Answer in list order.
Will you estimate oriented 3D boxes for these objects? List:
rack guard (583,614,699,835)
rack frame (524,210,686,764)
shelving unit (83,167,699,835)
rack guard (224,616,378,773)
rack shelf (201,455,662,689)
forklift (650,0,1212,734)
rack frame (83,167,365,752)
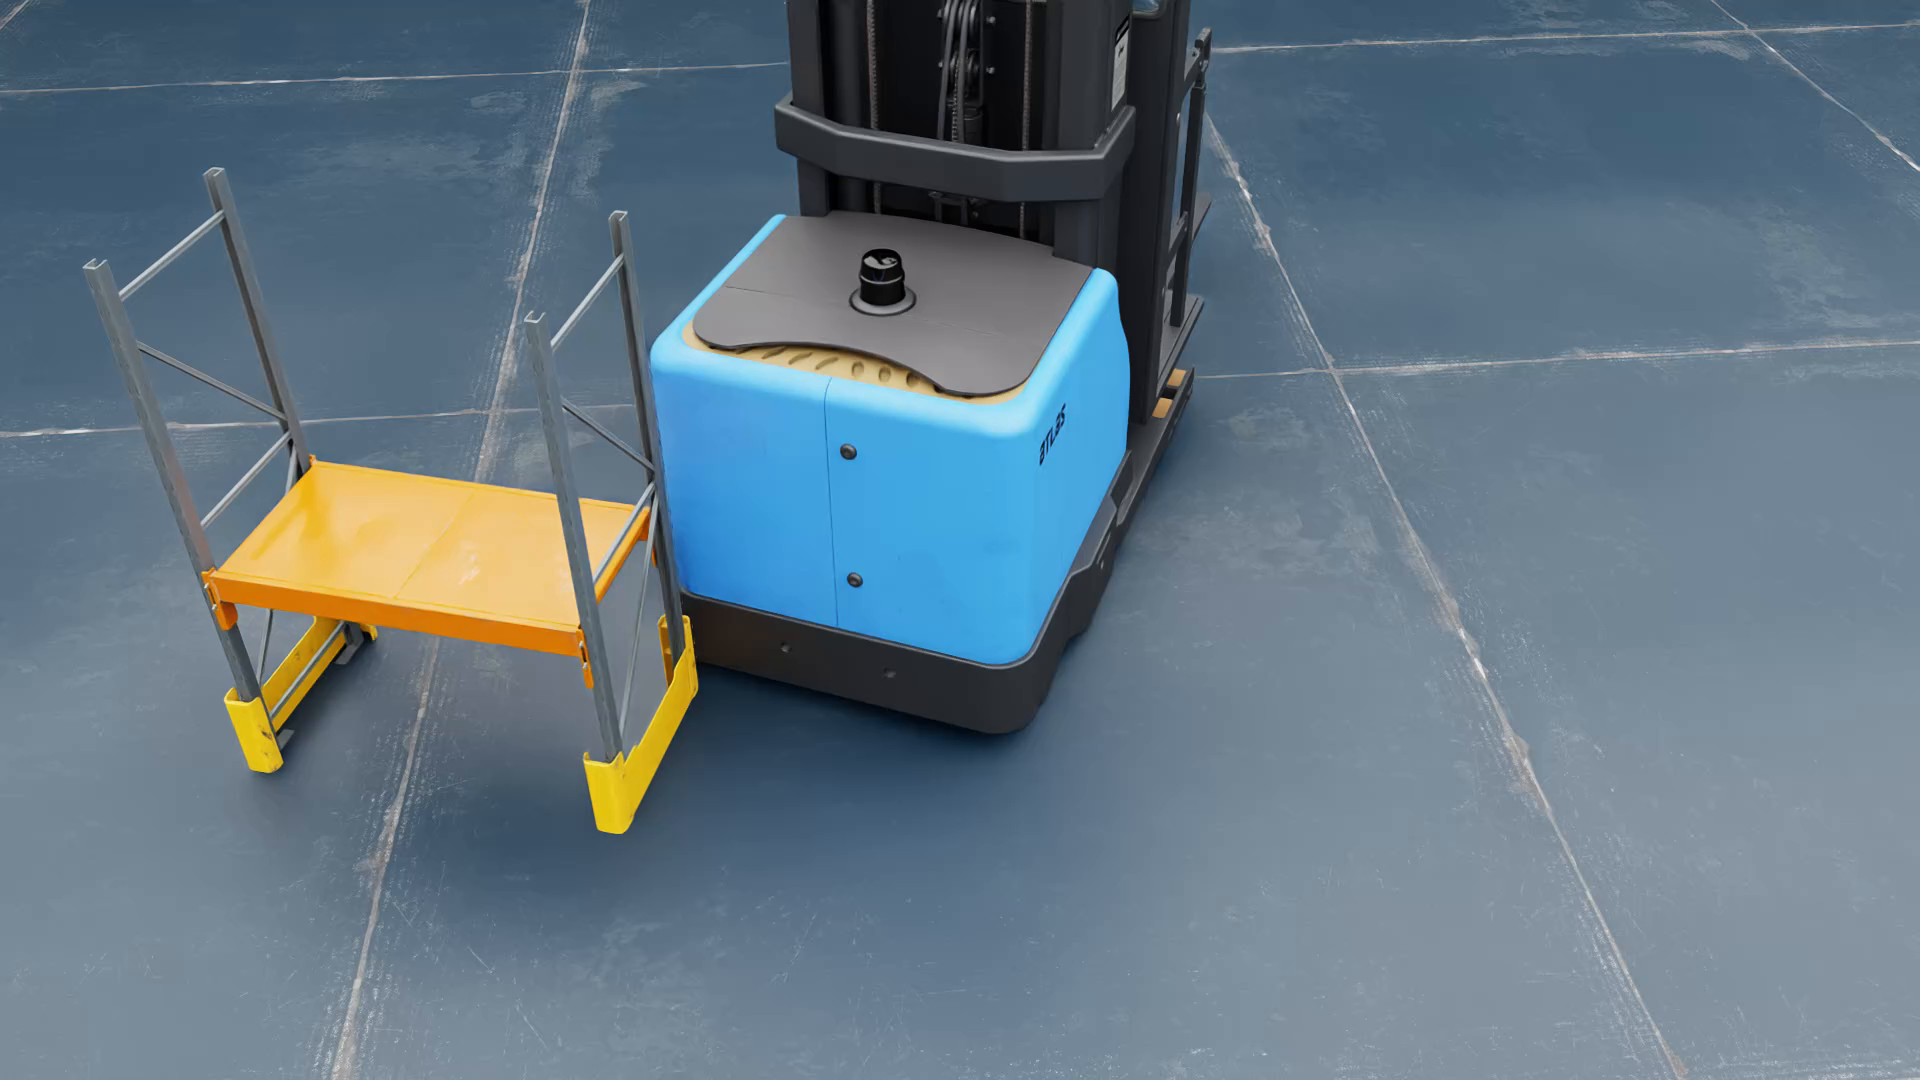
[{"bbox_3d":[-0.842,0.481,4.439,0.087,0.250,0.587,8,39,10],"label":"rack guard"},{"bbox_3d":[-0.823,-0.007,4.048,0.032,1.500,0.500,8,39,10],"label":"rack frame"},{"bbox_3d":[-1.328,-0.077,4.137,1.083,1.500,0.587,8,39,10],"label":"shelving unit"},{"bbox_3d":[-1.814,0.346,4.609,0.087,0.250,0.587,8,39,10],"label":"rack guard"},{"bbox_3d":[-1.319,0.065,4.247,1.000,0.185,0.538,8,39,10],"label":"rack shelf"},{"bbox_3d":[0.176,-1.546,4.844,1.130,2.935,3.031,12,40,15],"label":"forklift"},{"bbox_3d":[-1.815,-0.145,4.222,0.032,1.500,0.500,8,39,10],"label":"rack frame"}]
